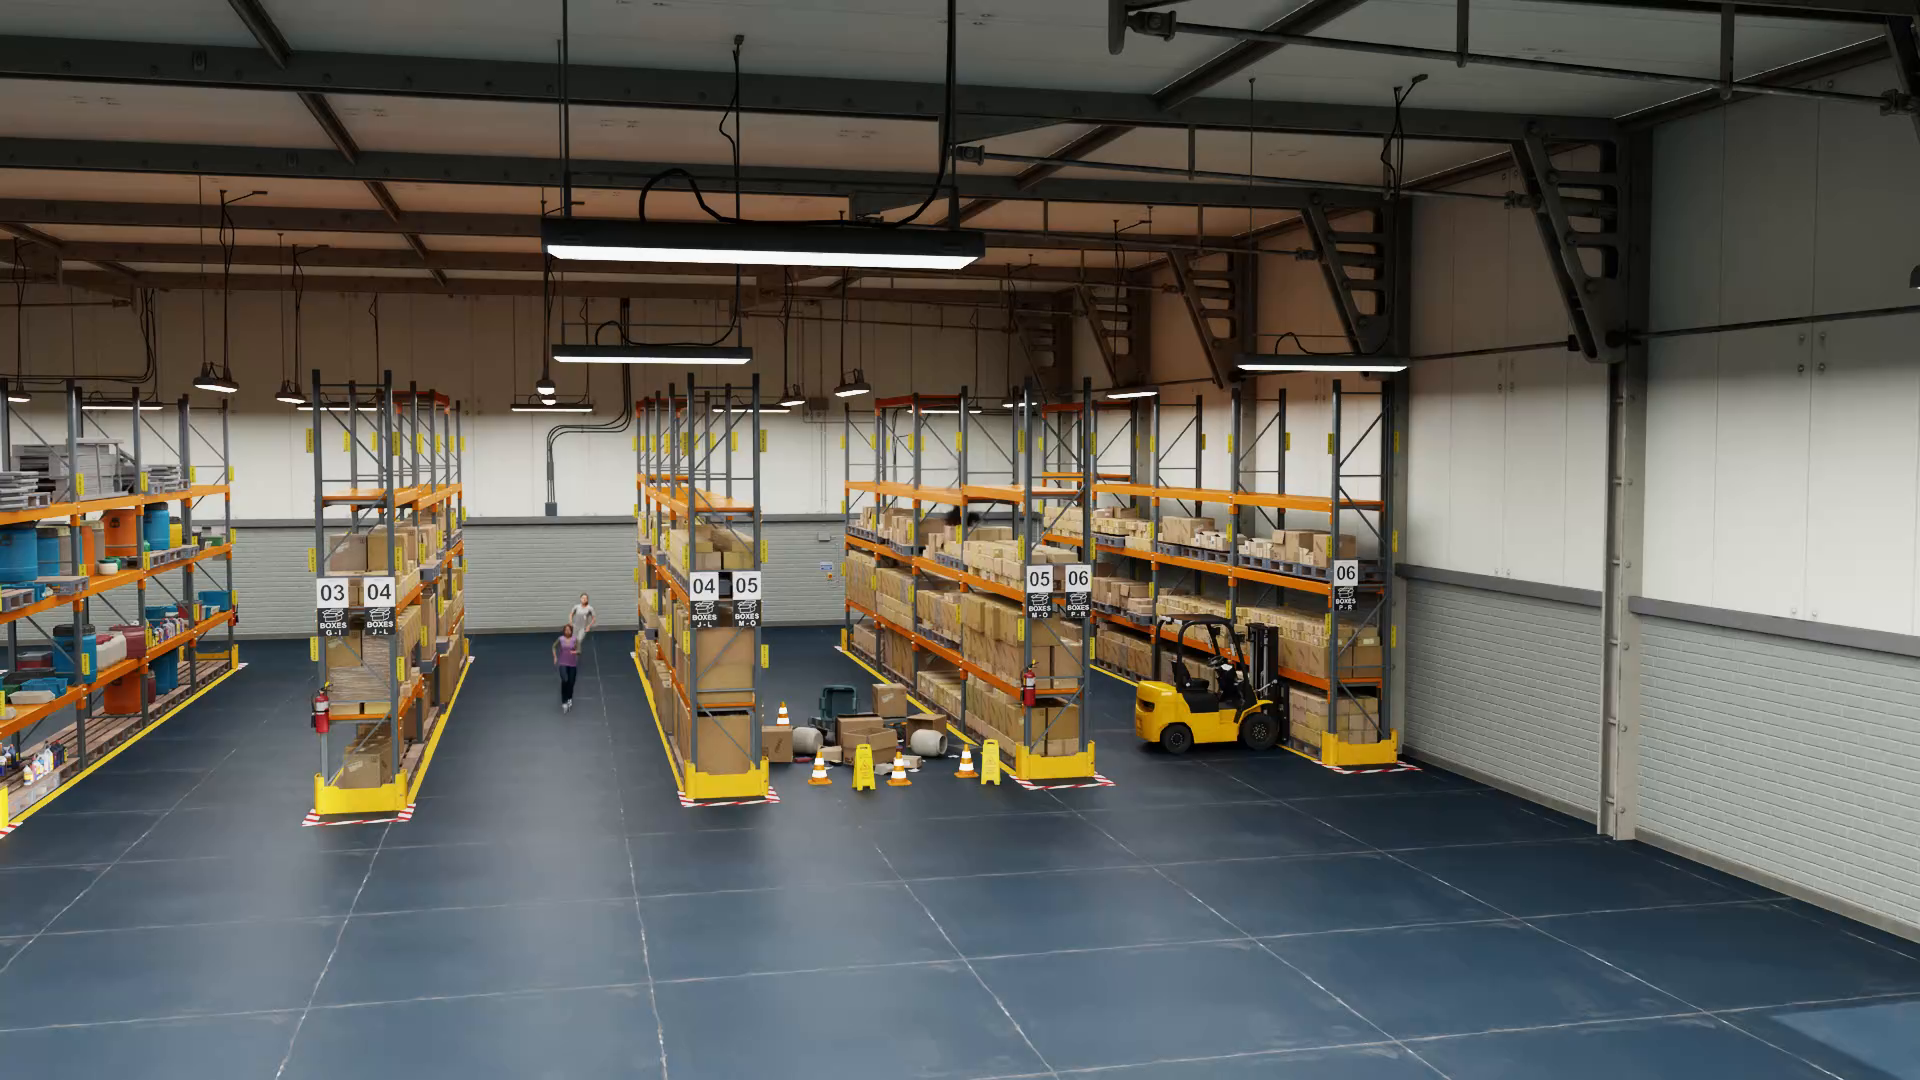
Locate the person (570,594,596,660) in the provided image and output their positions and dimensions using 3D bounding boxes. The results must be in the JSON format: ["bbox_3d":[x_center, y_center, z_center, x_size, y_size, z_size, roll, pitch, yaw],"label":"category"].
[{"bbox_3d":[-8.599,2.015,37.871,0.595,1.594,0.543,0,3,-5],"label":"person"}]

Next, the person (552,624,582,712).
[{"bbox_3d":[-7.377,2.397,31.253,0.503,1.644,0.710,-1,4,-23],"label":"person"}]
